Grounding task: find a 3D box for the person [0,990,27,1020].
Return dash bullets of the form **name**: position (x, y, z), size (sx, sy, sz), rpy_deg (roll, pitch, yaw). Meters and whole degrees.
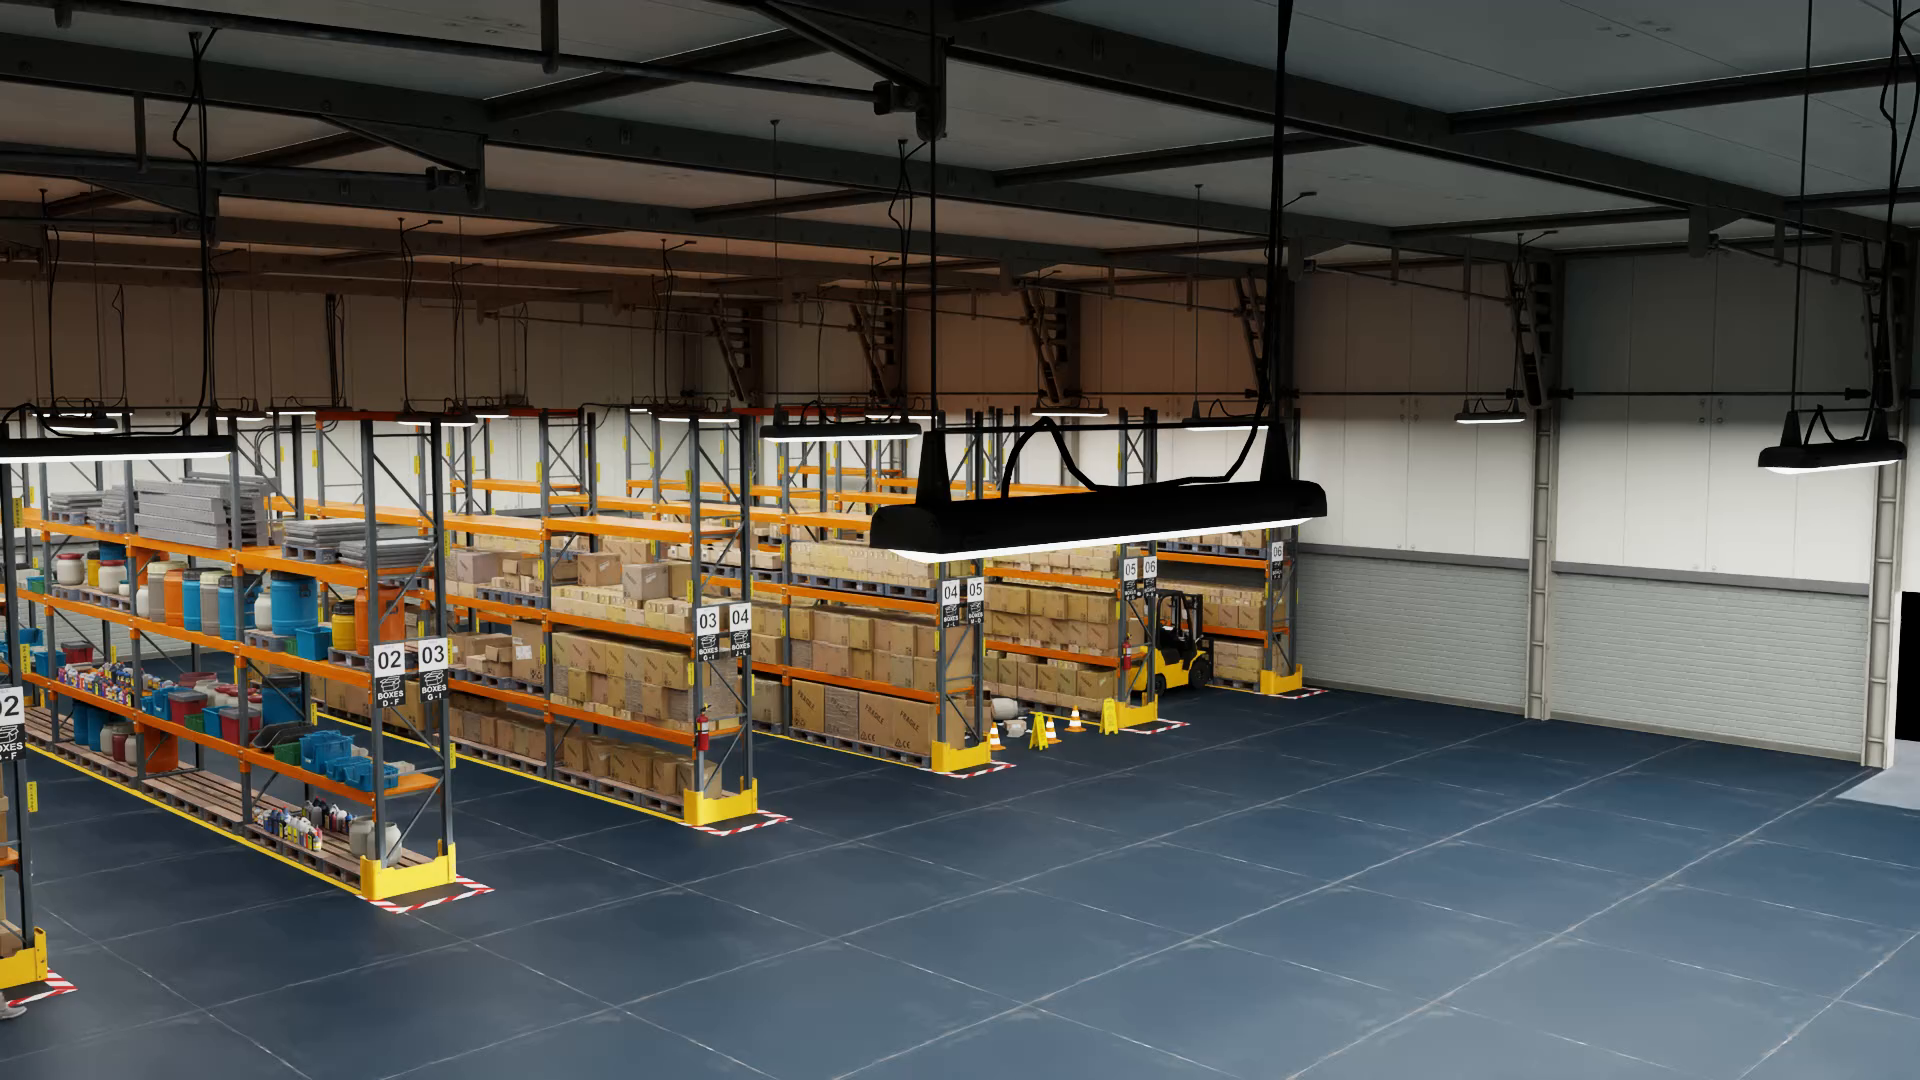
- **person**: position (-10.009, 4.049, 16.638), size (1.081, 1.611, 0.458), rpy_deg (-4, 6, -35)
